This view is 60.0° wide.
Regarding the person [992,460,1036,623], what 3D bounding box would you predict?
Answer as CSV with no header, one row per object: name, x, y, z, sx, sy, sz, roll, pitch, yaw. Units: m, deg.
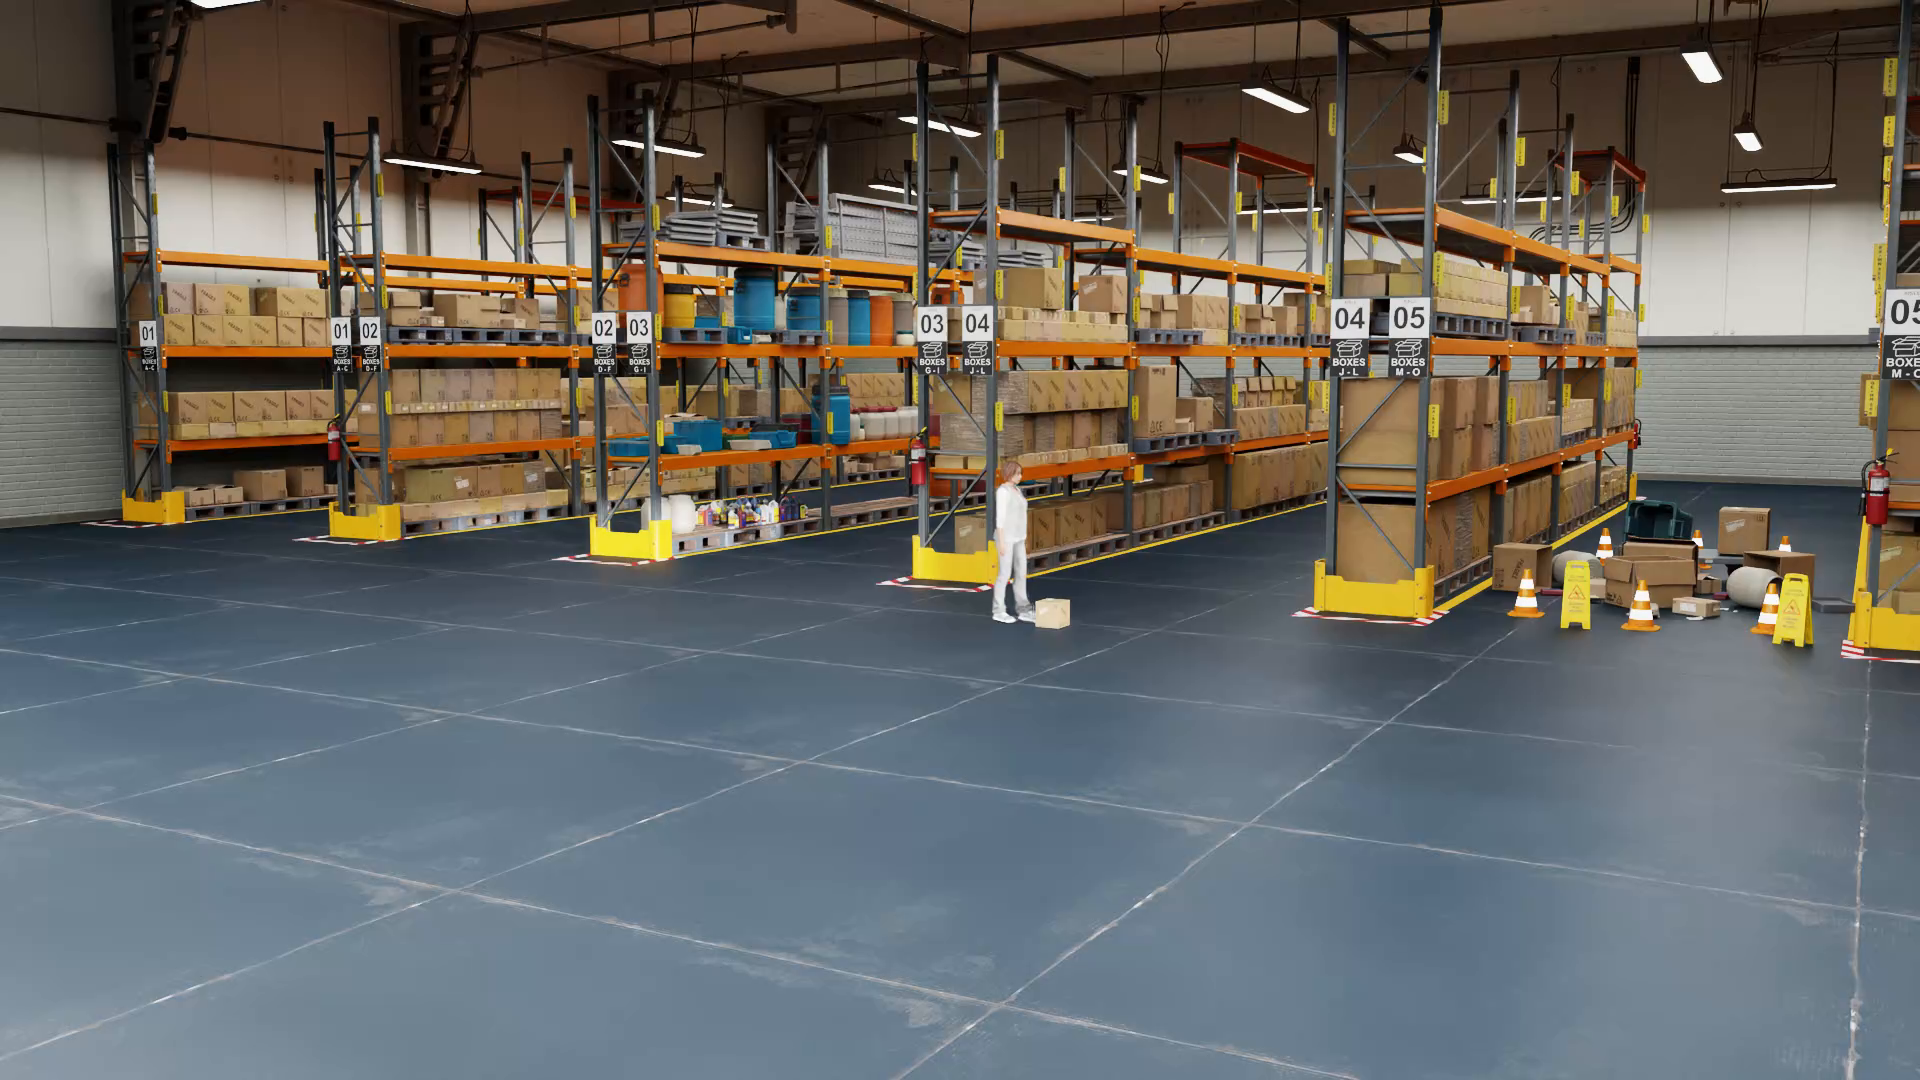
person,0.539,0.026,16.331,0.502,1.588,0.438,3,7,29
